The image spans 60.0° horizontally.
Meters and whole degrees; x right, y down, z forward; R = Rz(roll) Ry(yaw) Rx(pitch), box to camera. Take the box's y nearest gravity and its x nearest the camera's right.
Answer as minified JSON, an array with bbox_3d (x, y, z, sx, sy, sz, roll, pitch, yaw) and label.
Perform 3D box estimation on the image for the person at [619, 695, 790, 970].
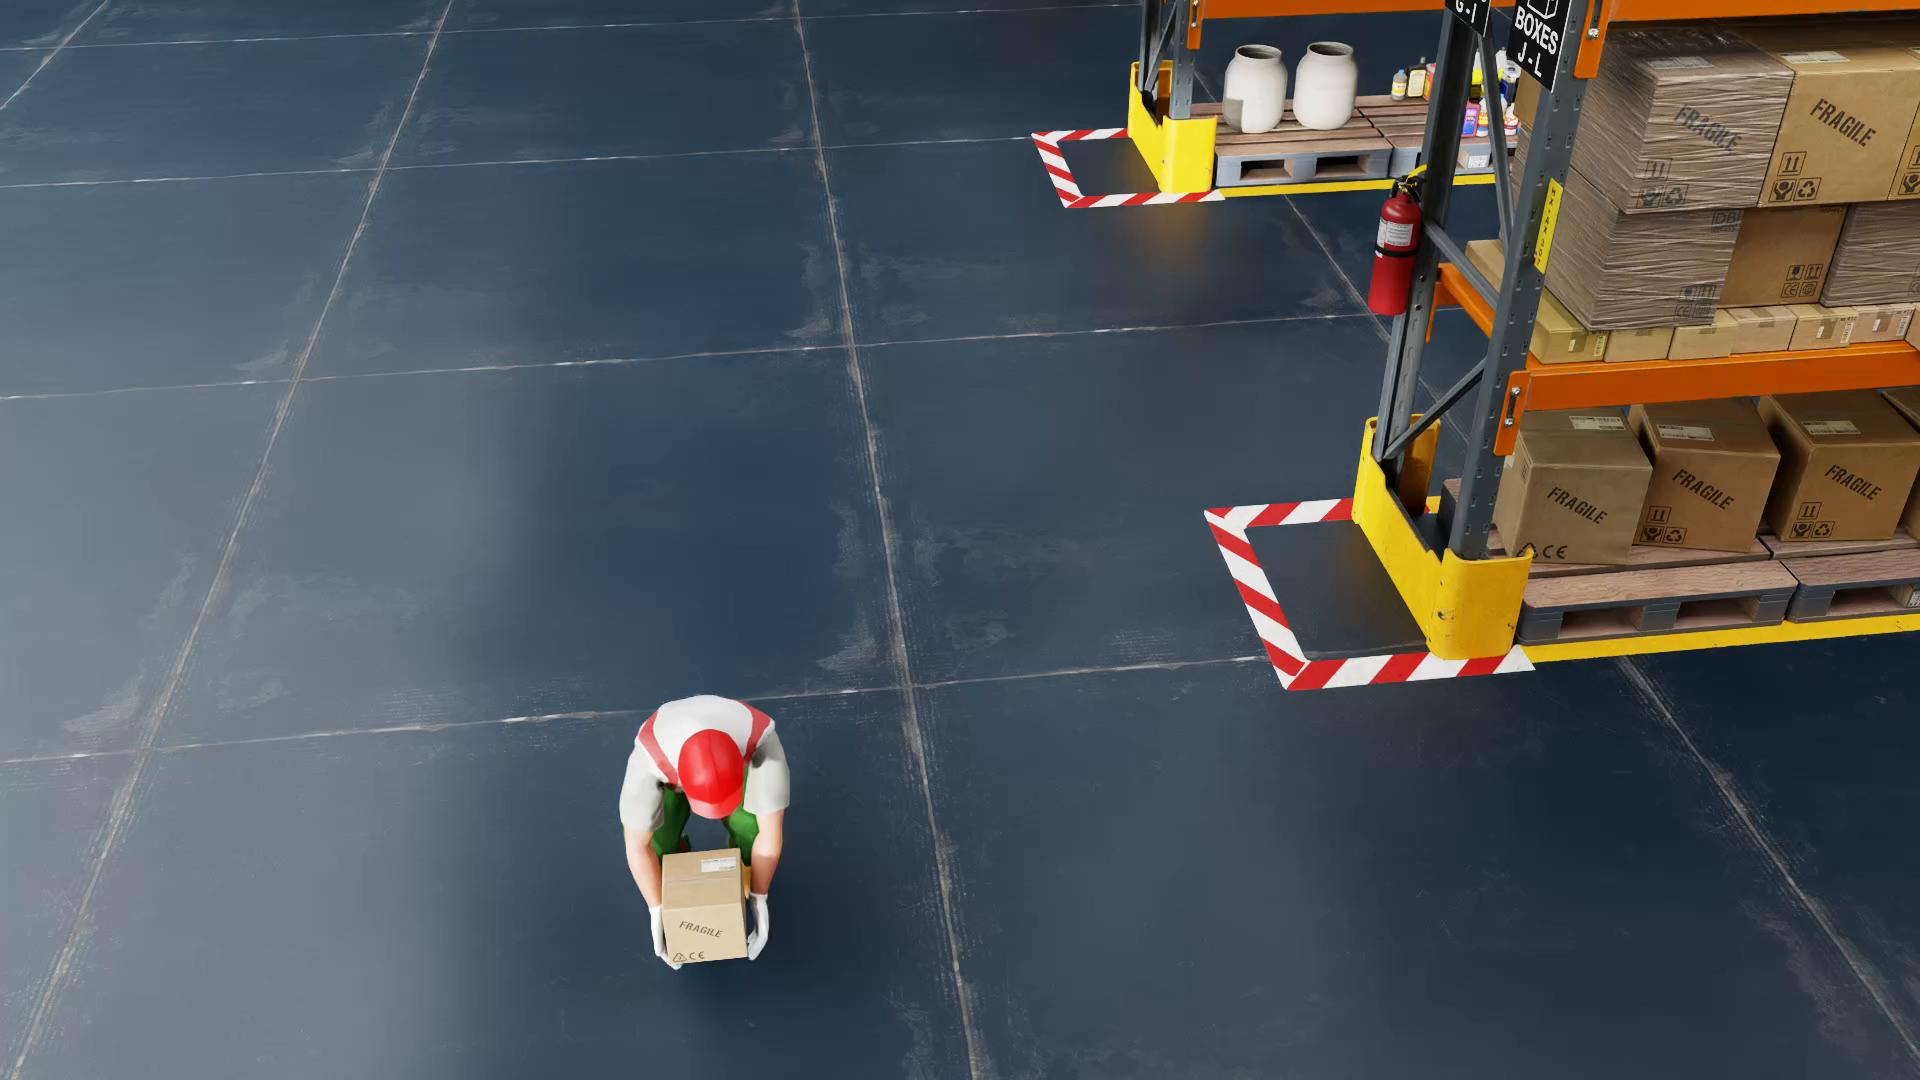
[{"bbox_3d":[-0.852,0.862,5.579,0.570,0.991,0.875,-4,35,-6],"label":"person"}]
